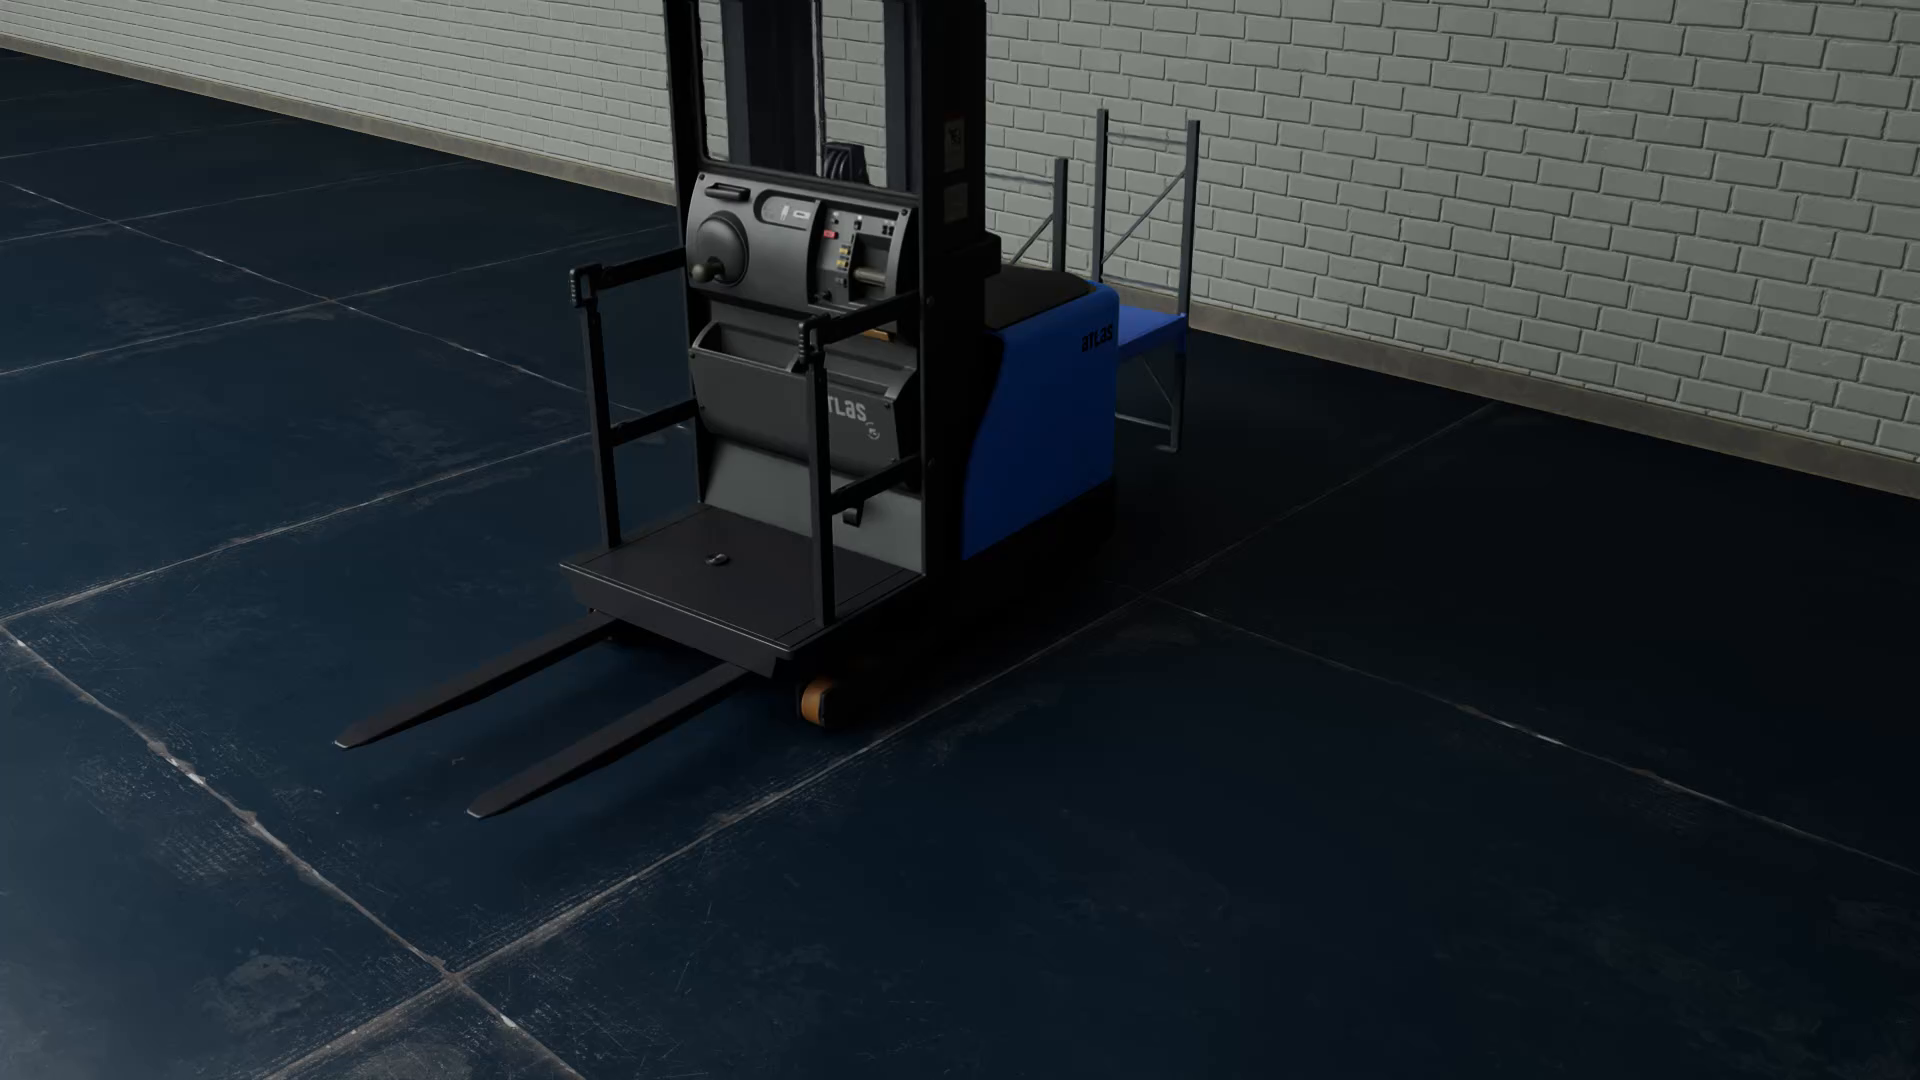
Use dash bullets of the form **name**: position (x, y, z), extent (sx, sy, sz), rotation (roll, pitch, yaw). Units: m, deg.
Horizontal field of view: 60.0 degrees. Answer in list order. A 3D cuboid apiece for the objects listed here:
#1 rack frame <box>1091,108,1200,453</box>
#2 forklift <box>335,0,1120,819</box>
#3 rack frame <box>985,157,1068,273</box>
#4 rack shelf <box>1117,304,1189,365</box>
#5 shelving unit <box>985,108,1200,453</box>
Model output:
- **rack frame**: position (0.811, -1.152, 7.486), extent (0.500, 1.500, 0.032), rotation (17, 29, 33)
- **forklift**: position (-0.666, -0.955, 5.298), extent (1.130, 2.935, 3.031), rotation (17, 29, 33)
- **rack frame**: position (0.202, -0.819, 6.743), extent (0.500, 1.500, 0.032), rotation (17, 29, 33)
- **rack shelf**: position (0.506, -0.821, 7.188), extent (0.538, 0.185, 1.000), rotation (17, 29, 33)
- **shelving unit**: position (0.506, -0.986, 7.115), extent (0.538, 1.500, 1.048), rotation (17, 29, 33)
